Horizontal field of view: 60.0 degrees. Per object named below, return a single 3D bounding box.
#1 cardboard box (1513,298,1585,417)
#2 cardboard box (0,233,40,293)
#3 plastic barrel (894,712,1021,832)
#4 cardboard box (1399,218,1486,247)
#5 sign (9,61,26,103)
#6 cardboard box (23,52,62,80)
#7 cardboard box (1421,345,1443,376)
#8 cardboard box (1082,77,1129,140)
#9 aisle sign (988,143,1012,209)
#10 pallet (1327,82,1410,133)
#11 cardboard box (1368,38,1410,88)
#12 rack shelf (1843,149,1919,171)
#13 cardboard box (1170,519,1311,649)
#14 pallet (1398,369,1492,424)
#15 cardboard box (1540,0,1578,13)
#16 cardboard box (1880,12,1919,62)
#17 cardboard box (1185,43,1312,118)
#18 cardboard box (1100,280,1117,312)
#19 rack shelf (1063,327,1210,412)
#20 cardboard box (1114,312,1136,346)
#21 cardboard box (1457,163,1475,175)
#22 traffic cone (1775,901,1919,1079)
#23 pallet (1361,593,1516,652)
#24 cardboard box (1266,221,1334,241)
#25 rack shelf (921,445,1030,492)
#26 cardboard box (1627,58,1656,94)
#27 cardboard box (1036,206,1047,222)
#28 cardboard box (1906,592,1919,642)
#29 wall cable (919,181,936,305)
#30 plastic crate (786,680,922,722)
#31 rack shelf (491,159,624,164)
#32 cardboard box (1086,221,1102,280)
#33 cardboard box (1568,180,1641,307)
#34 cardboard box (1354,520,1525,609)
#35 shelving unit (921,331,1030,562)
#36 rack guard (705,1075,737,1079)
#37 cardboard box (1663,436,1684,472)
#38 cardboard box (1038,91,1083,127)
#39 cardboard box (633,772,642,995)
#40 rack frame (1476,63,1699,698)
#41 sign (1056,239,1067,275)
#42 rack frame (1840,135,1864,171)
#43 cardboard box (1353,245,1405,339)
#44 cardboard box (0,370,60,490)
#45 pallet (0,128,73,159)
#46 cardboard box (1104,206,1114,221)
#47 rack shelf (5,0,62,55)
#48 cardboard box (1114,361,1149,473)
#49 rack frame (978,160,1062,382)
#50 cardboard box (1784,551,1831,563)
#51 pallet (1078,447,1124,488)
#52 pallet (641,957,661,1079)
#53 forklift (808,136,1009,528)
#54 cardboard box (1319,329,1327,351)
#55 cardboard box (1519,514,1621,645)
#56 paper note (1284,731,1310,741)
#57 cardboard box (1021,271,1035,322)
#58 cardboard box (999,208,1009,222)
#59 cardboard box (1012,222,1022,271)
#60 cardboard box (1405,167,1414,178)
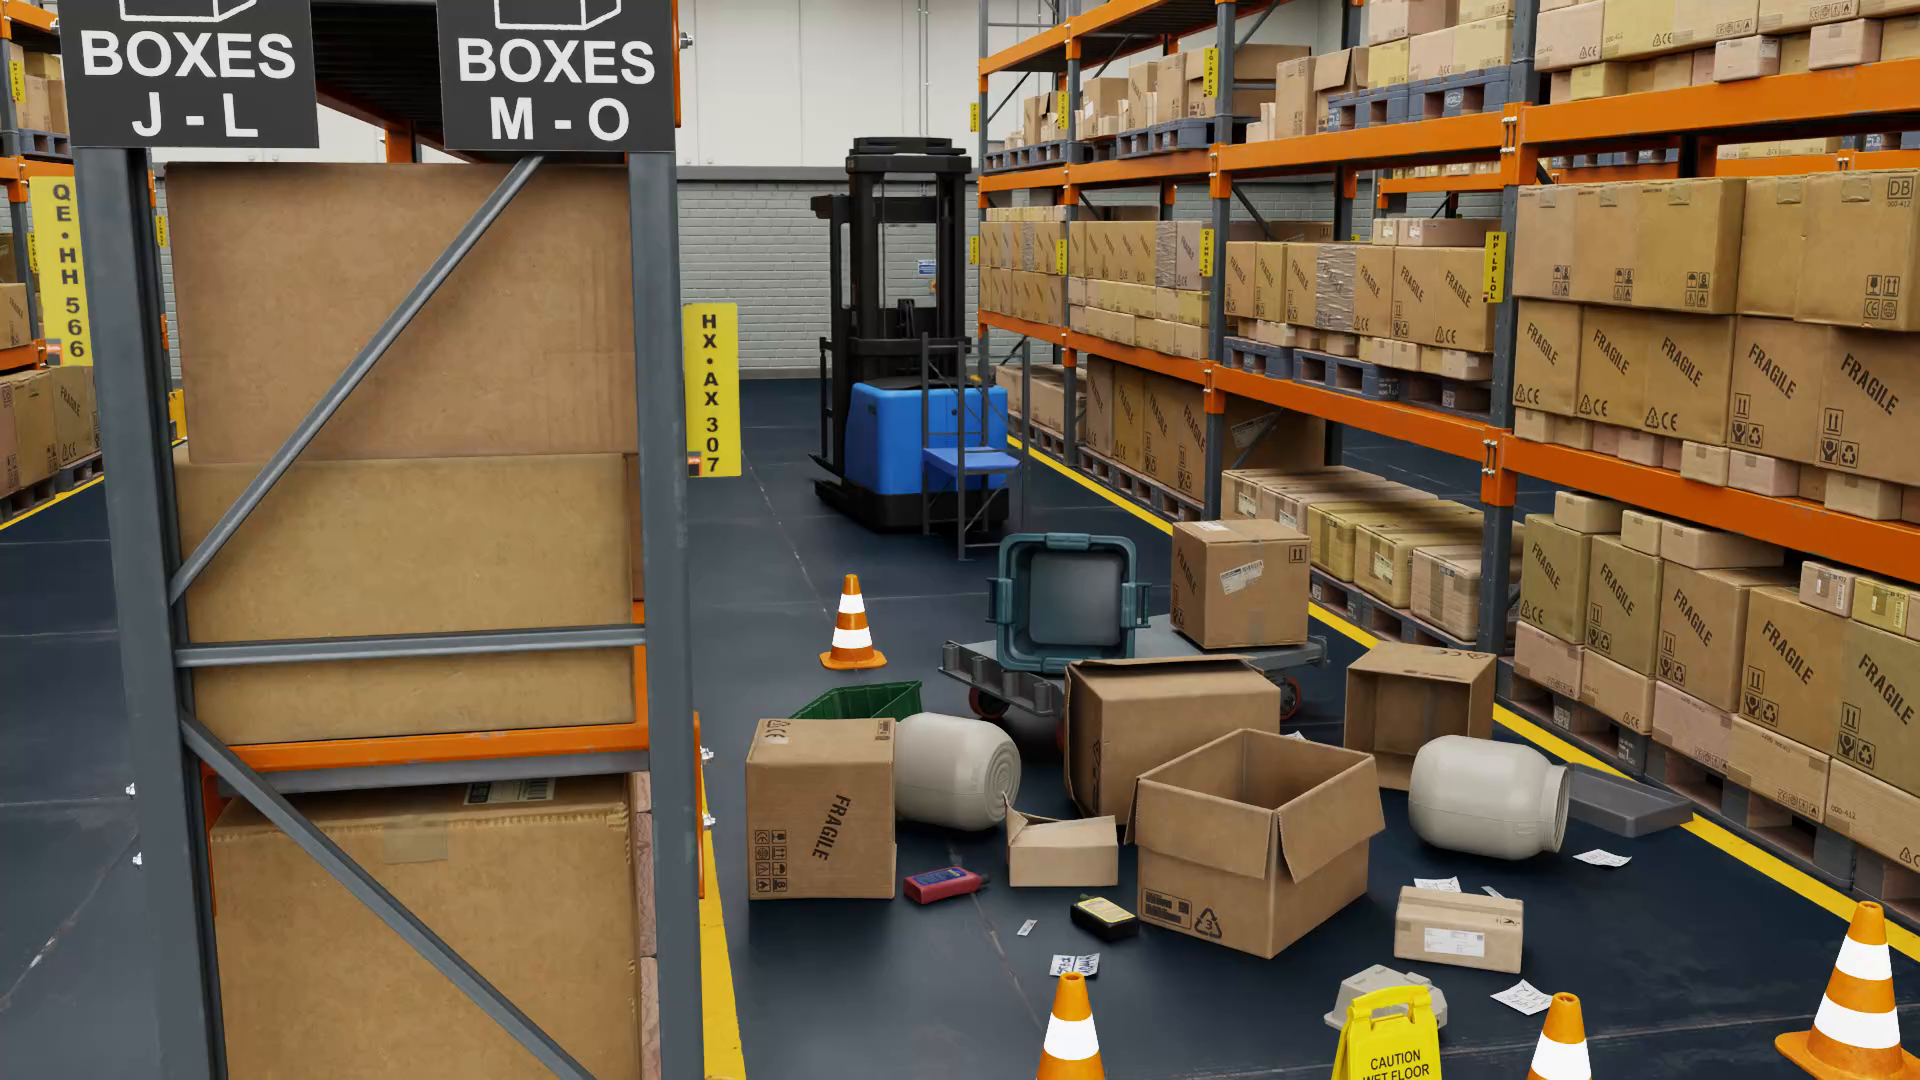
[{"bbox_3d":[2.859,-0.834,7.492,0.500,0.500,0.500,-2,11,-11],"label":"cardboard box"},{"bbox_3d":[-8.072,-2.374,14.248,0.500,0.500,0.500,-2,11,-11],"label":"cardboard box"},{"bbox_3d":[-0.063,0.887,6.404,0.512,0.421,0.421,6,12,28],"label":"plastic barrel"},{"bbox_3d":[2.589,-1.652,8.932,0.380,0.149,0.250,-2,11,-13],"label":"cardboard box"},{"bbox_3d":[-7.699,-3.740,13.576,0.100,0.325,0.005,-2,11,-11],"label":"sign"},{"bbox_3d":[-8.624,-4.345,15.319,0.500,0.250,0.500,-2,11,-13],"label":"cardboard box"},{"bbox_3d":[2.642,-0.946,8.691,0.380,0.149,0.250,-2,11,-13],"label":"cardboard box"},{"bbox_3d":[1.378,-3.753,14.481,0.500,0.500,0.500,-2,11,-12],"label":"cardboard box"},{"bbox_3d":[0.415,-4.210,19.340,0.394,0.787,0.004,-2,11,-11],"label":"aisle sign"},{"bbox_3d":[2.827,-2.418,9.357,1.213,0.211,1.003,-2,11,-11],"label":"pallet"},{"bbox_3d":[2.600,-2.624,9.216,0.500,0.250,0.500,-2,11,-10],"label":"cardboard box"},{"bbox_3d":[7.526,-2.398,10.672,1.077,0.370,4.000,-2,11,-11],"label":"rack shelf"},{"bbox_3d":[1.307,0.197,7.800,0.500,0.500,0.500,-2,11,-11],"label":"cardboard box"},{"bbox_3d":[3.041,-0.781,8.788,1.003,0.211,1.213,-2,11,-11],"label":"pallet"},{"bbox_3d":[2.788,-2.402,7.309,0.380,0.149,0.250,-2,11,-12],"label":"cardboard box"},{"bbox_3d":[3.260,-1.637,5.424,0.380,0.149,0.250,-2,11,-13],"label":"cardboard box"},{"bbox_3d":[2.048,-3.257,11.866,0.797,0.503,0.637,-3,11,-15],"label":"cardboard box"},{"bbox_3d":[1.501,-2.089,14.216,0.500,0.250,0.500,-2,11,-10],"label":"cardboard box"},{"bbox_3d":[1.880,-1.476,13.855,1.077,0.370,4.000,-2,11,-11],"label":"rack shelf"},{"bbox_3d":[1.592,-1.751,13.776,0.500,0.250,0.500,-2,11,-12],"label":"cardboard box"},{"bbox_3d":[5.671,-4.064,18.178,0.380,0.149,0.250,-2,11,-10],"label":"cardboard box"},{"bbox_3d":[2.476,1.219,4.557,0.336,0.463,0.334,-2,11,-11],"label":"traffic cone"},{"bbox_3d":[2.894,0.498,9.017,1.003,0.211,1.213,-2,11,-11],"label":"pallet"},{"bbox_3d":[2.413,-2.103,12.280,0.500,0.500,0.500,-2,11,-13],"label":"cardboard box"},{"bbox_3d":[0.097,-0.519,11.872,0.538,0.185,1.000,-3,11,-15],"label":"rack shelf"},{"bbox_3d":[3.020,-1.922,6.921,0.380,0.149,0.250,-2,11,-11],"label":"cardboard box"},{"bbox_3d":[0.985,-3.289,16.779,0.380,0.149,0.250,-2,11,-11],"label":"cardboard box"},{"bbox_3d":[3.276,0.259,5.302,0.380,0.149,0.250,-2,11,-9],"label":"cardboard box"},{"bbox_3d":[-0.406,-4.478,24.901,0.585,1.953,0.123,-2,11,-11],"label":"wall cable"},{"bbox_3d":[-0.470,0.807,7.303,0.450,0.188,0.662,-7,8,20],"label":"plastic crate"},{"bbox_3d":[-2.956,-2.751,12.532,1.077,0.370,4.000,-2,11,-11],"label":"rack shelf"},{"bbox_3d":[1.421,-2.553,14.648,0.500,0.500,0.500,-2,11,-11],"label":"cardboard box"},{"bbox_3d":[2.998,-1.233,6.914,0.700,0.500,0.500,-2,11,-11],"label":"cardboard box"},{"bbox_3d":[2.800,0.127,9.410,0.950,0.372,0.625,-1,11,-7],"label":"cardboard box"},{"bbox_3d":[0.097,-0.695,11.838,0.538,1.500,1.048,-3,11,-15],"label":"shelving unit"},{"bbox_3d":[-1.006,1.435,3.319,1.175,0.500,0.348,-2,11,-11],"label":"rack guard"},{"bbox_3d":[3.072,-0.350,6.685,0.380,0.149,0.250,-2,11,-11],"label":"cardboard box"},{"bbox_3d":[1.198,-4.222,16.670,0.797,0.503,0.637,-1,11,-7],"label":"cardboard box"},{"bbox_3d":[-1.380,0.757,4.756,0.875,0.875,0.875,-2,11,-12],"label":"cardboard box"},{"bbox_3d":[3.047,-0.729,8.006,1.000,3.000,0.127,-2,11,-11],"label":"rack frame"},{"bbox_3d":[0.947,-2.640,15.519,0.100,0.325,0.005,-2,11,-11],"label":"sign"},{"bbox_3d":[7.138,-1.644,12.813,1.000,3.000,0.127,-2,11,-11],"label":"rack frame"},{"bbox_3d":[2.540,-1.393,9.307,0.500,0.500,0.500,-2,11,-9],"label":"cardboard box"},{"bbox_3d":[-8.085,-0.882,13.368,1.225,0.875,0.875,-2,11,-11],"label":"cardboard box"},{"bbox_3d":[-8.378,-3.417,14.340,1.003,0.211,1.213,-2,11,-11],"label":"pallet"},{"bbox_3d":[1.619,-3.169,16.149,0.380,0.149,0.250,-2,11,-10],"label":"cardboard box"},{"bbox_3d":[-8.618,-4.600,15.293,1.077,0.370,4.000,-2,11,-11],"label":"rack shelf"},{"bbox_3d":[1.874,-1.083,14.423,0.875,0.875,0.875,-2,11,-9],"label":"cardboard box"},{"bbox_3d":[0.713,-2.930,19.569,1.000,3.000,0.127,-2,11,-11],"label":"rack frame"},{"bbox_3d":[3.627,0.332,6.654,0.500,0.500,0.500,-2,11,-8],"label":"cardboard box"},{"bbox_3d":[1.715,-0.688,15.247,1.003,0.211,1.213,-2,11,-11],"label":"pallet"},{"bbox_3d":[-1.243,1.429,4.125,1.003,0.211,1.213,-2,11,-11],"label":"pallet"},{"bbox_3d":[-0.578,-1.761,13.611,1.130,2.935,3.031,-4,11,-18],"label":"forklift"},{"bbox_3d":[2.430,-1.232,10.194,0.380,0.149,0.250,-2,11,-9],"label":"cardboard box"},{"bbox_3d":[2.897,0.165,7.534,0.500,0.500,0.500,-2,11,-8],"label":"cardboard box"},{"bbox_3d":[1.477,0.888,7.447,0.148,0.019,0.142,-2,11,-11],"label":"paper note"},{"bbox_3d":[0.933,-2.507,17.080,0.500,0.500,0.500,-2,11,-12],"label":"cardboard box"},{"bbox_3d":[0.639,-3.569,18.250,0.380,0.149,0.250,-2,11,-13],"label":"cardboard box"},{"bbox_3d":[0.840,-3.092,17.478,0.500,0.500,0.500,-2,11,-11],"label":"cardboard box"},{"bbox_3d":[5.492,-4.348,19.665,0.380,0.149,0.250,-2,11,-10],"label":"cardboard box"}]
